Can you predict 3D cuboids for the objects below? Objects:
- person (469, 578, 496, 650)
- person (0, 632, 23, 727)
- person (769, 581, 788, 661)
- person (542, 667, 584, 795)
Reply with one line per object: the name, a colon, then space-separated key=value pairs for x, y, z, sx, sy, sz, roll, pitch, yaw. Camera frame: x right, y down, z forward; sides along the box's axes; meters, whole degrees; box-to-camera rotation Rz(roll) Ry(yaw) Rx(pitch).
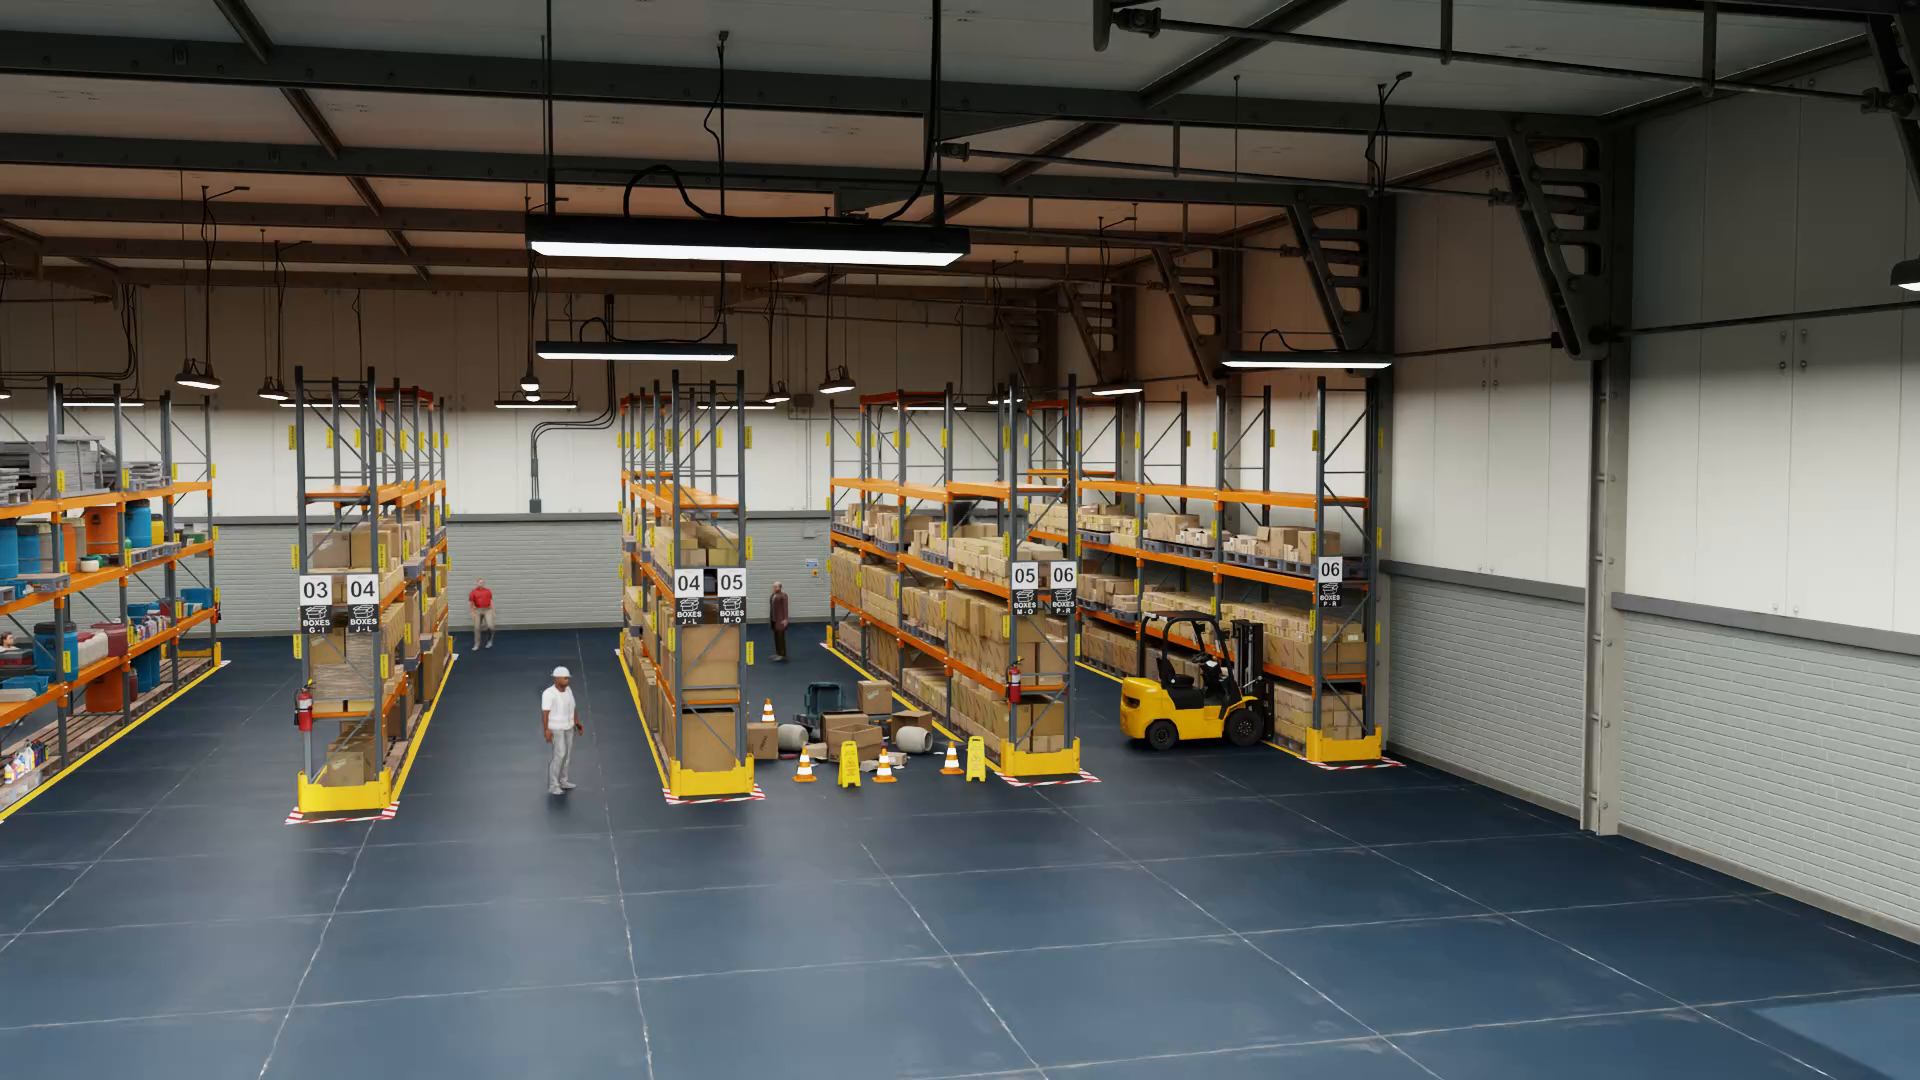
person: x=-11.474 y=1.773 z=39.934 sx=0.617 sy=1.711 sz=0.509 roll=-1 pitch=3 yaw=-12
person: x=-16.643 y=2.443 z=29.116 sx=0.467 sy=1.683 sz=0.471 roll=-2 pitch=4 yaw=-33
person: x=-4.173 y=1.837 z=37.982 sx=0.422 sy=1.785 sz=0.656 roll=-3 pitch=4 yaw=-40
person: x=-5.687 y=2.713 z=23.810 sx=0.427 sy=1.797 sz=0.634 roll=1 pitch=4 yaw=22
